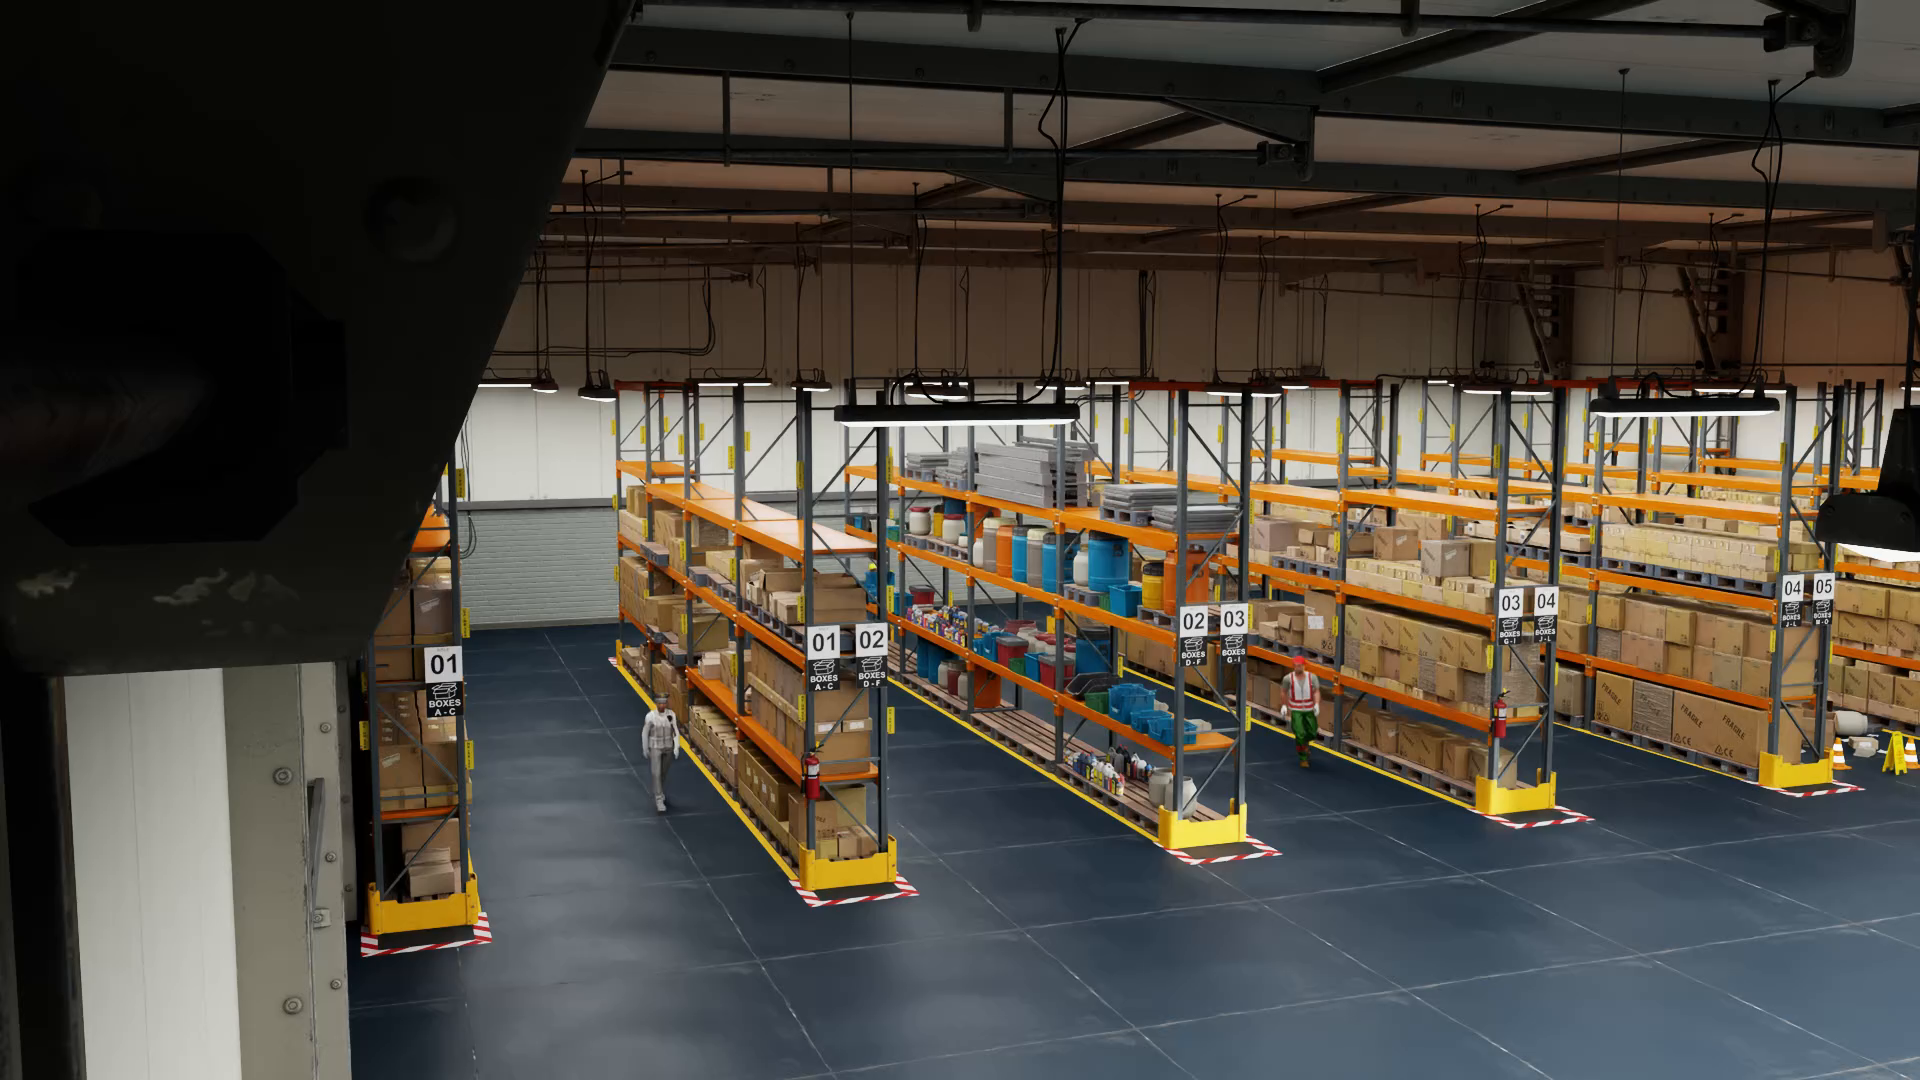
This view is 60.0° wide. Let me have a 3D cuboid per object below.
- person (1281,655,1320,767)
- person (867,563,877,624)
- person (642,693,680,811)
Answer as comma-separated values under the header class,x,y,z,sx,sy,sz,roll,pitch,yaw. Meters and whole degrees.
class,x,y,z,sx,sy,sz,roll,pitch,yaw
person,5.388,2.680,26.347,0.586,1.756,0.678,0,6,-3
person,-1.966,1.427,38.119,0.517,1.804,0.559,0,6,-3
person,-4.245,2.985,23.791,0.497,1.628,0.934,-4,7,-31
